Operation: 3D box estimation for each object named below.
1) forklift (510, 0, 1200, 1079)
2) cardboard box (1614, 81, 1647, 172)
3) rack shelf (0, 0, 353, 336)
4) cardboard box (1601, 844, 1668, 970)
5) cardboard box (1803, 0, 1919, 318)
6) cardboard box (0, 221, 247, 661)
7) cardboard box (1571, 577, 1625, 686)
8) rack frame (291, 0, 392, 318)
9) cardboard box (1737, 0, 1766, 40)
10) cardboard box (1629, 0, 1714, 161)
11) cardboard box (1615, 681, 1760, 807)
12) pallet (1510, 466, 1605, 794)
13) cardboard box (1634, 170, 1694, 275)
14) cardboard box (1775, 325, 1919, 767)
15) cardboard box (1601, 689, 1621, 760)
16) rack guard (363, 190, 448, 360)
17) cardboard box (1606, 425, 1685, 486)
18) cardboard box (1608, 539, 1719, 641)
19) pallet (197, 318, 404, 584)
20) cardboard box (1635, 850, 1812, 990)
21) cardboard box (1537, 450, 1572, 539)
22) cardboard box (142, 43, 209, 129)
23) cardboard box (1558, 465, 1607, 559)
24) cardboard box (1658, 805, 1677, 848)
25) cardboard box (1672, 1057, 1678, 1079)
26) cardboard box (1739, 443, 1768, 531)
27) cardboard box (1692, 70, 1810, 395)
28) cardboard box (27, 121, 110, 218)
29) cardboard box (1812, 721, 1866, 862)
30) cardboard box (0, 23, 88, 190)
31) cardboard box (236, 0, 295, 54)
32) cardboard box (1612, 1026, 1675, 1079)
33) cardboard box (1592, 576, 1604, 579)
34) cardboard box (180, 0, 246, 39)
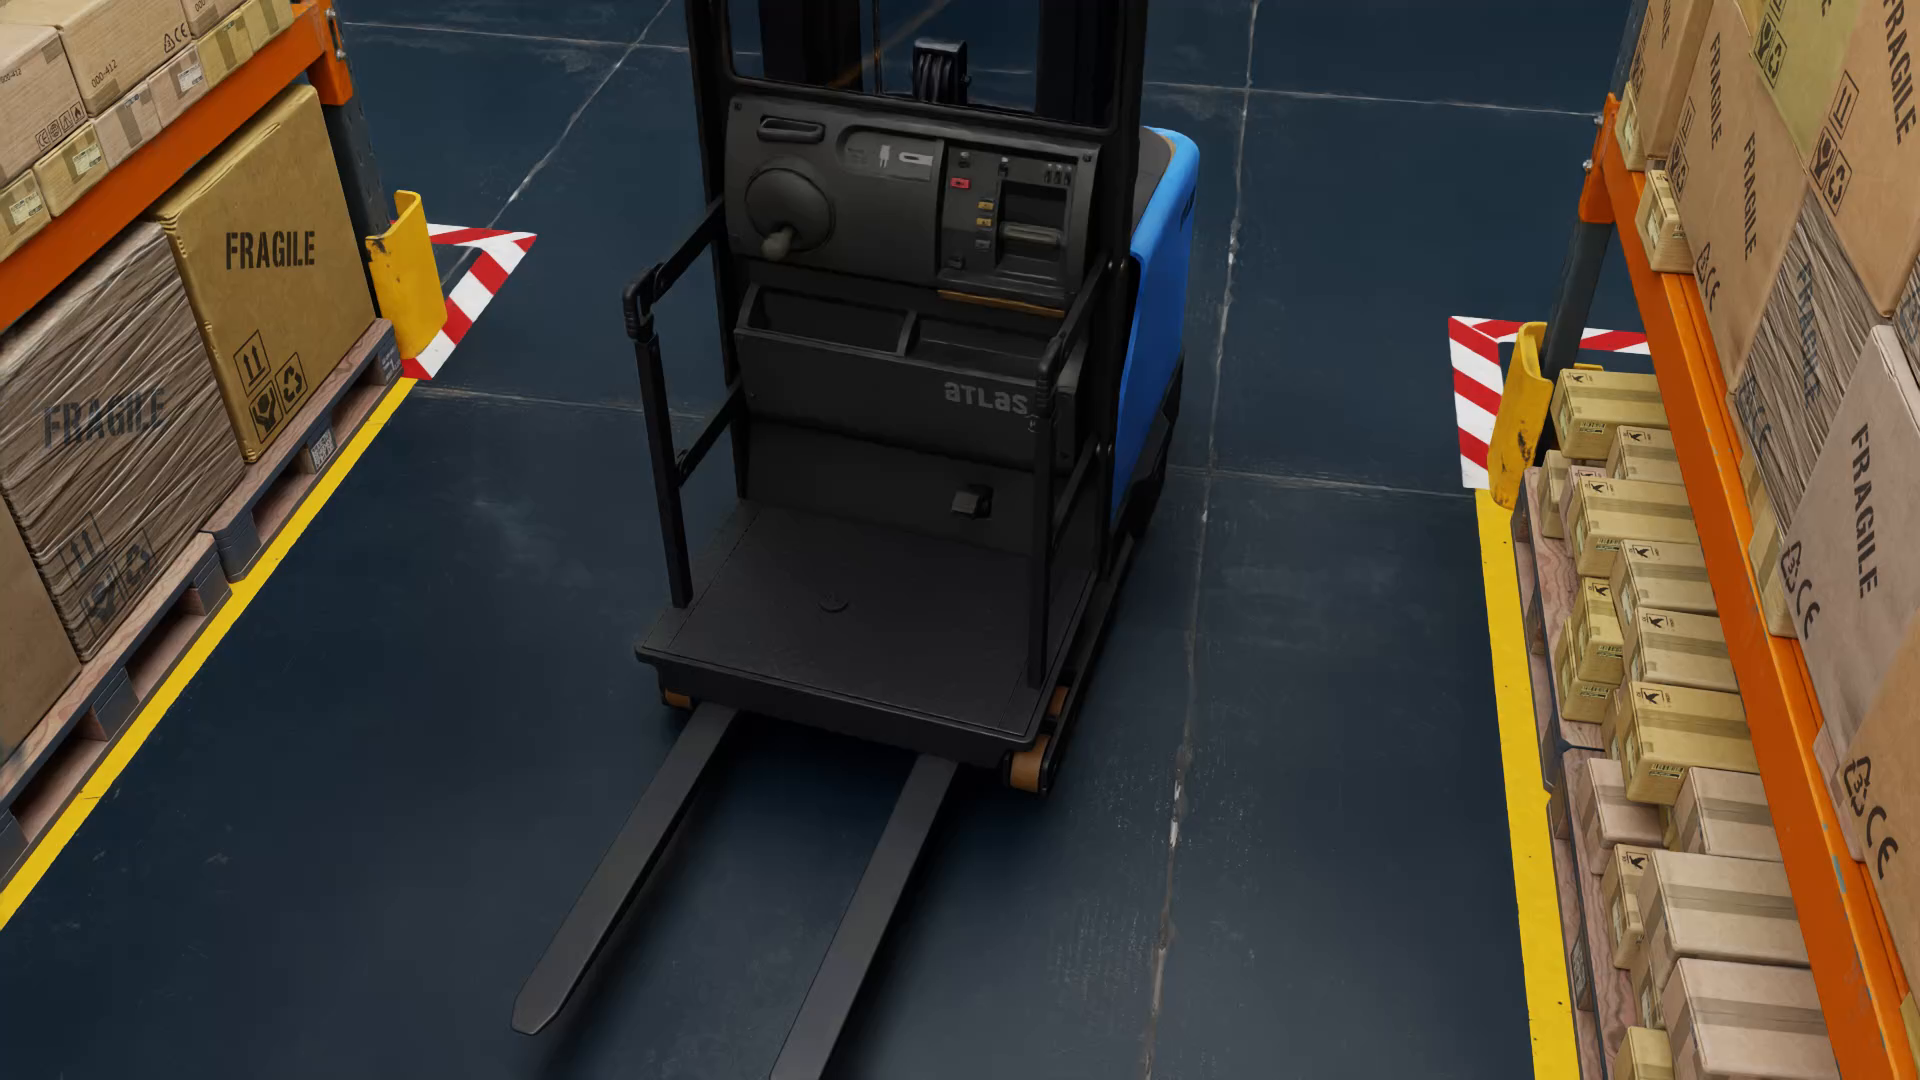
[{"bbox_3d":[-0.195,-0.748,3.854,1.130,2.935,3.031,12,41,14],"label":"forklift"},{"bbox_3d":[1.962,-1.086,4.406,0.380,0.149,0.250,6,40,7],"label":"cardboard box"},{"bbox_3d":[-2.872,-0.427,3.978,1.077,0.370,4.000,6,40,8],"label":"rack shelf"},{"bbox_3d":[1.681,0.853,3.772,0.380,0.149,0.250,6,40,8],"label":"cardboard box"},{"bbox_3d":[1.724,-0.674,2.615,0.500,0.500,0.500,5,40,6],"label":"cardboard box"},{"bbox_3d":[-2.716,-0.321,4.622,0.875,0.875,0.875,6,40,8],"label":"cardboard box"},{"bbox_3d":[1.788,0.251,4.266,0.380,0.149,0.250,8,40,9],"label":"cardboard box"},{"bbox_3d":[-2.526,-1.960,5.266,1.000,3.000,0.127,6,40,8],"label":"rack frame"},{"bbox_3d":[1.921,-1.318,3.394,0.500,0.500,0.500,7,40,9],"label":"cardboard box"},{"bbox_3d":[1.991,-1.251,4.098,0.500,0.500,0.500,8,40,10],"label":"cardboard box"},{"bbox_3d":[1.708,0.478,3.759,0.380,0.149,0.250,7,40,8],"label":"cardboard box"},{"bbox_3d":[2.153,0.279,4.747,1.003,0.211,1.213,6,40,8],"label":"pallet"},{"bbox_3d":[1.860,-0.758,4.010,0.380,0.149,0.250,5,40,6],"label":"cardboard box"},{"bbox_3d":[1.633,0.035,2.542,0.500,0.500,0.500,6,40,7],"label":"cardboard box"},{"bbox_3d":[1.832,0.530,4.163,0.380,0.149,0.250,6,40,8],"label":"cardboard box"},{"bbox_3d":[-2.522,-1.012,6.081,1.175,0.500,0.348,6,40,8],"label":"rack guard"},{"bbox_3d":[1.987,-0.164,4.536,0.380,0.149,0.250,7,40,8],"label":"cardboard box"},{"bbox_3d":[1.856,0.144,4.162,0.380,0.149,0.250,5,40,5],"label":"cardboard box"},{"bbox_3d":[-2.588,-0.375,5.538,1.003,0.211,1.213,6,40,8],"label":"pallet"},{"bbox_3d":[1.608,0.790,3.382,0.380,0.149,0.250,5,40,6],"label":"cardboard box"},{"bbox_3d":[1.935,-0.119,4.948,0.380,0.149,0.250,7,40,9],"label":"cardboard box"},{"bbox_3d":[-2.352,-1.282,4.643,0.380,0.149,0.250,6,40,8],"label":"cardboard box"},{"bbox_3d":[1.895,-0.061,4.644,0.380,0.149,0.250,6,40,7],"label":"cardboard box"},{"bbox_3d":[1.830,0.603,3.841,0.380,0.149,0.250,8,40,10],"label":"cardboard box"},{"bbox_3d":[1.619,1.100,3.239,0.380,0.149,0.250,7,40,9],"label":"cardboard box"},{"bbox_3d":[1.743,-0.101,3.215,0.380,0.149,0.250,8,40,9],"label":"cardboard box"},{"bbox_3d":[1.827,-0.607,3.318,0.500,0.500,0.500,7,40,8],"label":"cardboard box"},{"bbox_3d":[-2.439,-0.962,4.257,0.380,0.149,0.250,6,40,7],"label":"cardboard box"},{"bbox_3d":[1.597,0.385,2.628,0.380,0.149,0.250,5,40,6],"label":"cardboard box"},{"bbox_3d":[-2.525,-1.046,4.045,0.500,0.250,0.500,5,40,6],"label":"cardboard box"},{"bbox_3d":[-2.264,-1.603,5.032,0.380,0.149,0.250,7,40,9],"label":"cardboard box"},{"bbox_3d":[1.560,1.164,3.395,0.380,0.149,0.250,6,40,8],"label":"cardboard box"},{"bbox_3d":[1.934,0.211,4.549,0.380,0.149,0.250,7,40,8],"label":"cardboard box"},{"bbox_3d":[-2.349,-1.683,4.816,0.500,0.250,0.500,6,40,7],"label":"cardboard box"}]
